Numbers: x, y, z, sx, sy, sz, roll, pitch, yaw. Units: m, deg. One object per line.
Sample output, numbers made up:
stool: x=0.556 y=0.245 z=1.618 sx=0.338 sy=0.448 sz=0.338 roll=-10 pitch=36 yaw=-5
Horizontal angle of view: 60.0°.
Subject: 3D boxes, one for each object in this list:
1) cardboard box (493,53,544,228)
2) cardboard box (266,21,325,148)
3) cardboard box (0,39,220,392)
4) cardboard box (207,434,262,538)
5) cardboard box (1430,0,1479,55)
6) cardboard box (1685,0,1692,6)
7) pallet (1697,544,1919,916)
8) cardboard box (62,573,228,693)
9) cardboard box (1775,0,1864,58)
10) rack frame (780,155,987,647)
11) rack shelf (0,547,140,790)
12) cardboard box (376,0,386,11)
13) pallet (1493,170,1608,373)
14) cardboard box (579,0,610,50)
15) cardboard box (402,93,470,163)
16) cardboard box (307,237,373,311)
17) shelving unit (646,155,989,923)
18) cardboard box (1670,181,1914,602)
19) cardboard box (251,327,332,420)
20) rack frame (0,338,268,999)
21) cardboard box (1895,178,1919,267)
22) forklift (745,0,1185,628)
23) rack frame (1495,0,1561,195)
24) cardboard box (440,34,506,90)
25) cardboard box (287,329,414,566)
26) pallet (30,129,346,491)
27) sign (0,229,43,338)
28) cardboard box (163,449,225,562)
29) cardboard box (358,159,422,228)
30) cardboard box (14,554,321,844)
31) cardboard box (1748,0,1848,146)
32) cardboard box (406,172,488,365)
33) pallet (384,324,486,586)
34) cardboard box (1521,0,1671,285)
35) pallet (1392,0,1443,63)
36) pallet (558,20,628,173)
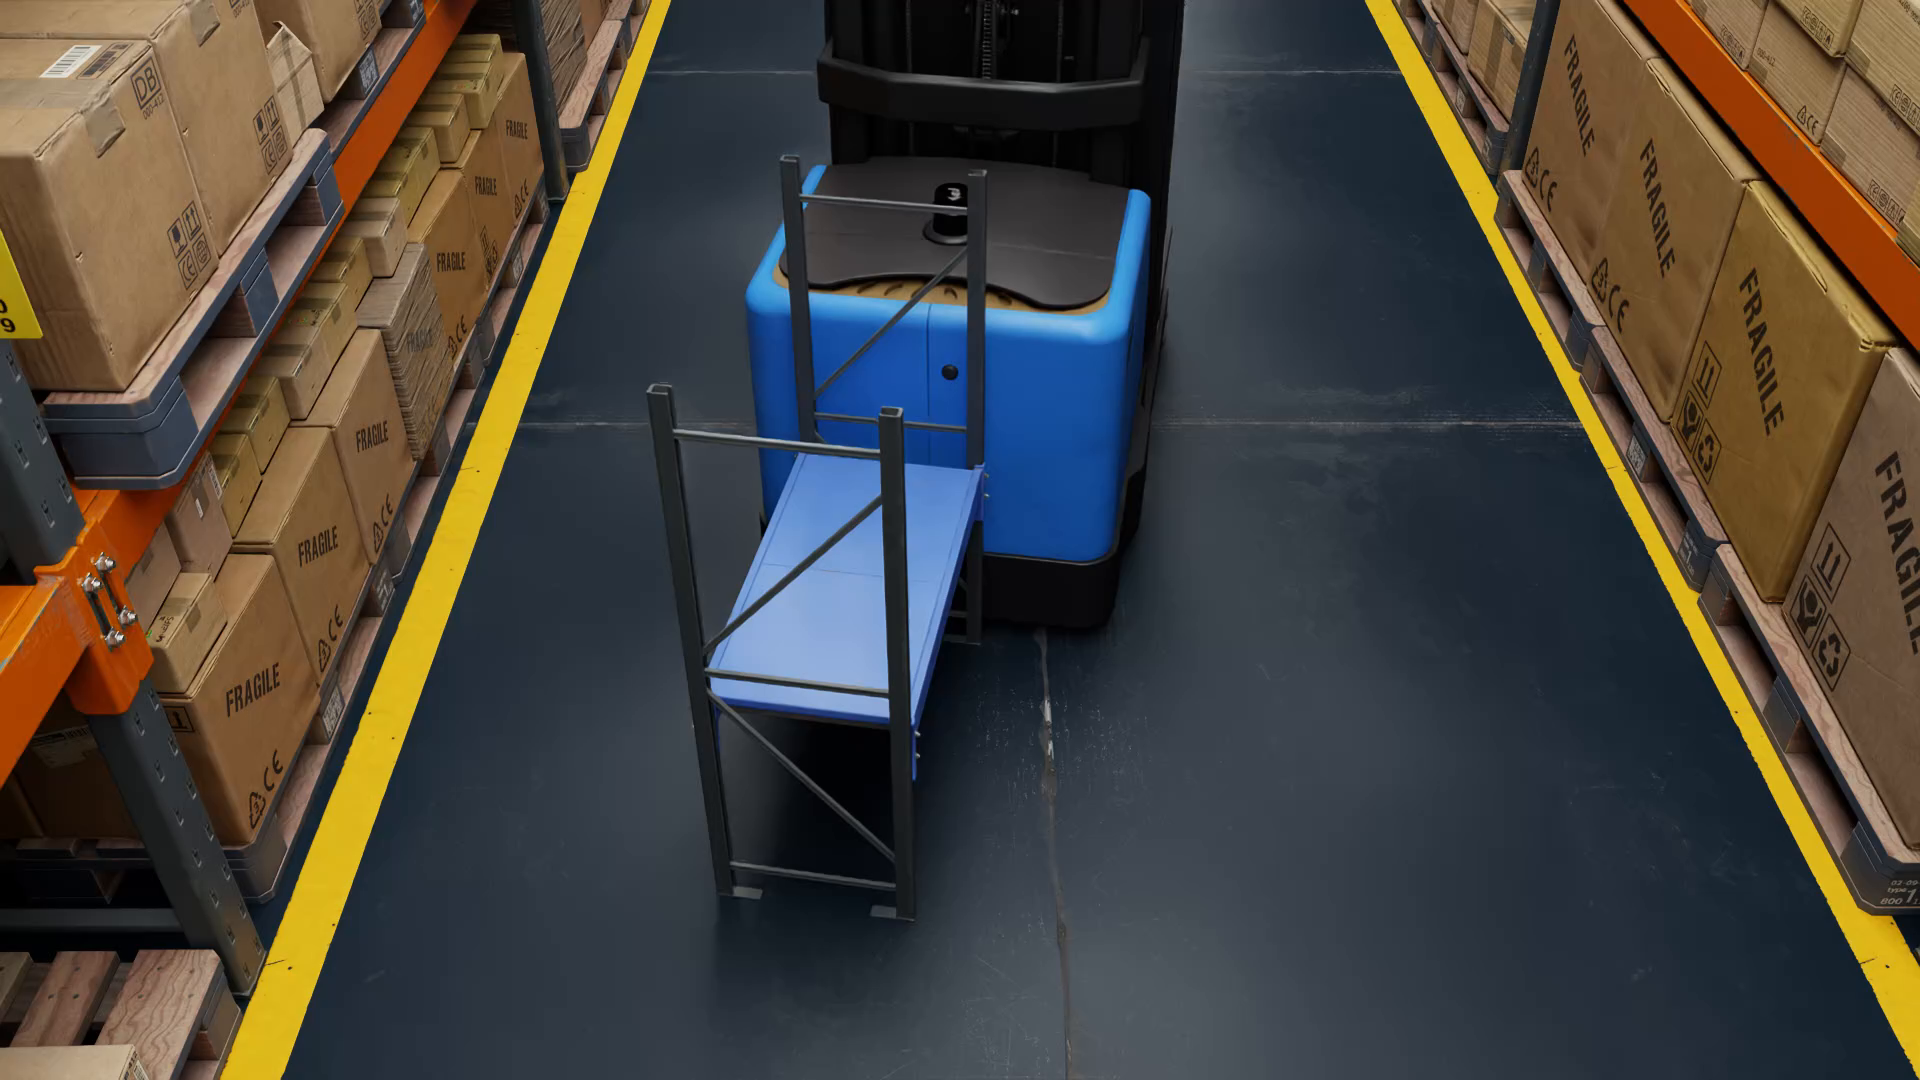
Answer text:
cardboard box: x=-1.955 y=-1.557 z=6.457 sx=0.500 sy=0.500 sz=0.500 roll=1 pitch=39 yaw=1
cardboard box: x=-1.783 y=-1.112 z=4.010 sx=0.396 sy=0.266 sz=0.258 roll=2 pitch=39 yaw=2
cardboard box: x=-1.942 y=-0.637 z=3.230 sx=0.700 sy=0.500 sz=0.500 roll=1 pitch=39 yaw=1
cardboard box: x=-1.989 y=-0.131 z=4.159 sx=0.380 sy=0.149 sz=0.250 roll=-2 pitch=39 yaw=-2
cardboard box: x=2.794 y=-2.592 z=7.851 sx=0.950 sy=0.372 sz=0.625 roll=-1 pitch=39 yaw=-1
cardboard box: x=2.561 y=-1.953 z=5.408 sx=0.500 sy=0.250 sz=0.500 roll=-1 pitch=39 yaw=-1
pallet: x=2.722 y=0.468 z=4.497 sx=1.003 sy=0.211 sz=1.213 roll=0 pitch=39 yaw=0
cardboard box: x=-1.900 y=0.203 z=3.743 sx=0.380 sy=0.149 sz=0.250 roll=2 pitch=39 yaw=2
cardboard box: x=2.522 y=-1.506 z=4.451 sx=0.500 sy=0.250 sz=0.500 roll=1 pitch=39 yaw=1
rack frame: x=-0.184 y=-0.309 z=4.436 sx=0.500 sy=1.500 sz=0.032 roll=6 pitch=39 yaw=8
rack shelf: x=-2.163 y=1.400 z=1.679 sx=1.077 sy=0.370 sz=4.000 roll=0 pitch=39 yaw=0
cardboard box: x=-1.983 y=-1.816 z=4.699 sx=0.797 sy=0.503 sz=0.637 roll=-1 pitch=39 yaw=-1
pallet: x=2.719 y=-1.057 z=6.401 sx=1.003 sy=0.211 sz=1.213 roll=0 pitch=39 yaw=0
cardboard box: x=-2.166 y=-2.669 z=7.744 sx=0.875 sy=0.625 sz=0.625 roll=1 pitch=39 yaw=1
cardboard box: x=-1.929 y=-1.430 z=5.780 sx=0.380 sy=0.149 sz=0.250 roll=-1 pitch=39 yaw=-2
cardboard box: x=-1.993 y=-0.783 z=4.972 sx=0.380 sy=0.149 sz=0.250 roll=0 pitch=39 yaw=0
shelving unit: x=-0.270 y=0.004 z=4.045 sx=0.538 sy=1.500 sz=1.048 roll=6 pitch=39 yaw=8
cardboard box: x=2.709 y=-0.425 z=4.744 sx=0.875 sy=0.875 sz=0.875 roll=1 pitch=39 yaw=1
cardboard box: x=-1.966 y=-0.459 z=4.568 sx=0.380 sy=0.149 sz=0.250 roll=0 pitch=39 yaw=0
rack frame: x=-2.165 y=-0.131 z=3.015 sx=1.000 sy=3.000 sz=0.127 roll=0 pitch=39 yaw=0
cardboard box: x=2.546 y=-0.678 z=3.817 sx=0.500 sy=0.250 sz=0.500 roll=-1 pitch=39 yaw=-1
forklift: x=0.172 y=-1.810 z=5.165 sx=1.130 sy=2.935 sz=3.031 roll=6 pitch=39 yaw=8
rack frame: x=2.794 y=-2.639 z=6.144 sx=1.000 sy=3.000 sz=0.127 roll=0 pitch=39 yaw=0
cardboard box: x=-1.916 y=-1.766 z=6.199 sx=0.380 sy=0.149 sz=0.250 roll=-2 pitch=39 yaw=-2
cardboard box: x=-1.948 y=-0.267 z=4.848 sx=0.500 sy=0.500 sz=0.500 roll=-1 pitch=39 yaw=-1
pallet: x=-2.057 y=-0.556 z=3.699 sx=1.003 sy=0.211 sz=1.213 roll=0 pitch=39 yaw=0
sign: x=-1.623 y=-0.474 z=2.751 sx=0.100 sy=0.325 sz=0.005 roll=0 pitch=39 yaw=0
cardboard box: x=-1.948 y=-0.076 z=3.853 sx=0.380 sy=0.149 sz=0.250 roll=-2 pitch=39 yaw=-2
cardboard box: x=-1.973 y=-1.109 z=5.380 sx=0.380 sy=0.149 sz=0.250 roll=-1 pitch=39 yaw=-1
cardboard box: x=-1.941 y=0.378 z=4.043 sx=0.500 sy=0.500 sz=0.500 roll=2 pitch=39 yaw=2
cardboard box: x=2.560 y=-1.316 z=4.614 sx=0.500 sy=0.250 sz=0.500 roll=0 pitch=39 yaw=0
cardboard box: x=-1.961 y=-0.917 z=5.658 sx=0.500 sy=0.500 sz=0.500 roll=2 pitch=39 yaw=2
pallet: x=-2.208 y=-0.317 z=5.476 sx=1.003 sy=0.211 sz=1.213 roll=0 pitch=39 yaw=0
cardboard box: x=2.711 y=-1.541 z=6.138 sx=0.875 sy=0.875 sz=0.875 roll=0 pitch=39 yaw=0
pallet: x=2.796 y=-2.800 z=8.575 sx=1.003 sy=0.211 sz=1.213 roll=0 pitch=39 yaw=0
pallet: x=-2.132 y=-2.059 z=7.651 sx=1.003 sy=0.211 sz=1.213 roll=0 pitch=39 yaw=0
